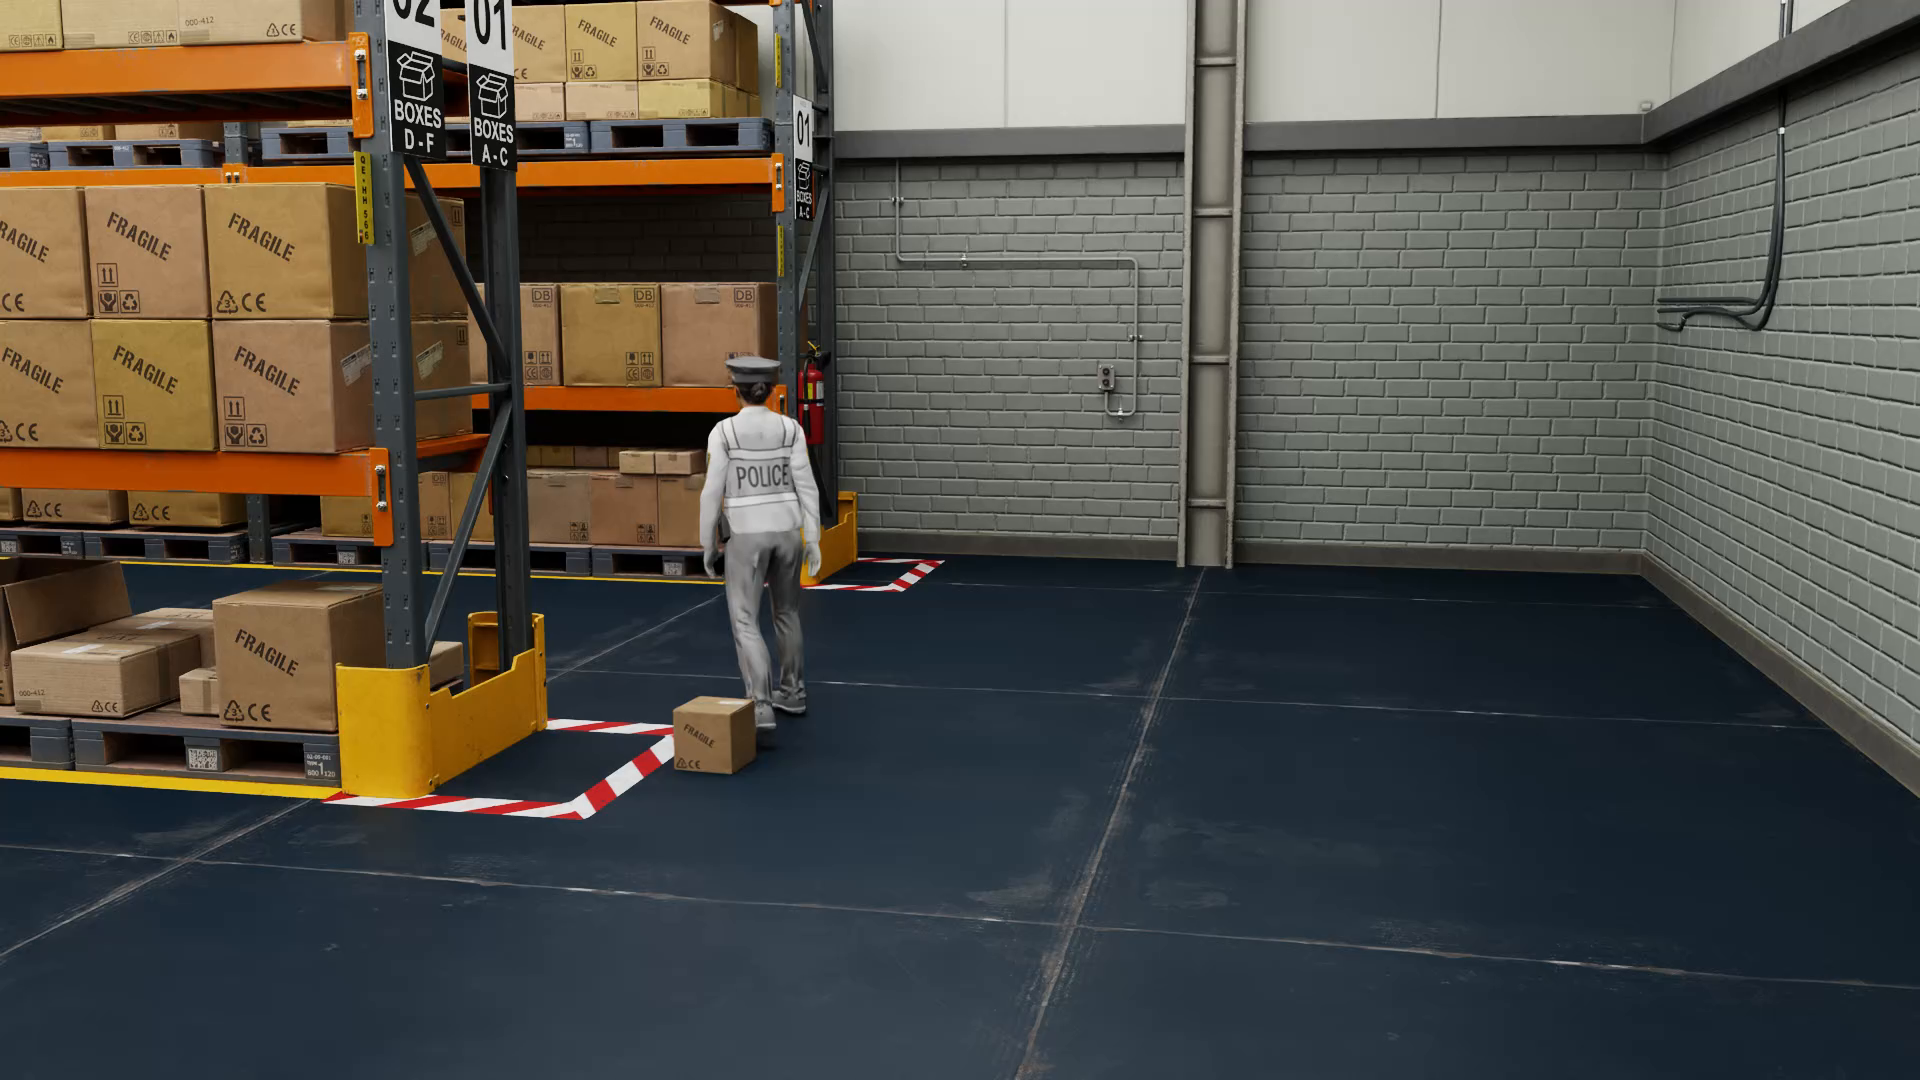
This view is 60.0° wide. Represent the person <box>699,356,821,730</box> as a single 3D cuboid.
[{"bbox_3d":[-0.856,0.014,7.282,0.549,1.624,0.764,-4,9,-26],"label":"person"}]
